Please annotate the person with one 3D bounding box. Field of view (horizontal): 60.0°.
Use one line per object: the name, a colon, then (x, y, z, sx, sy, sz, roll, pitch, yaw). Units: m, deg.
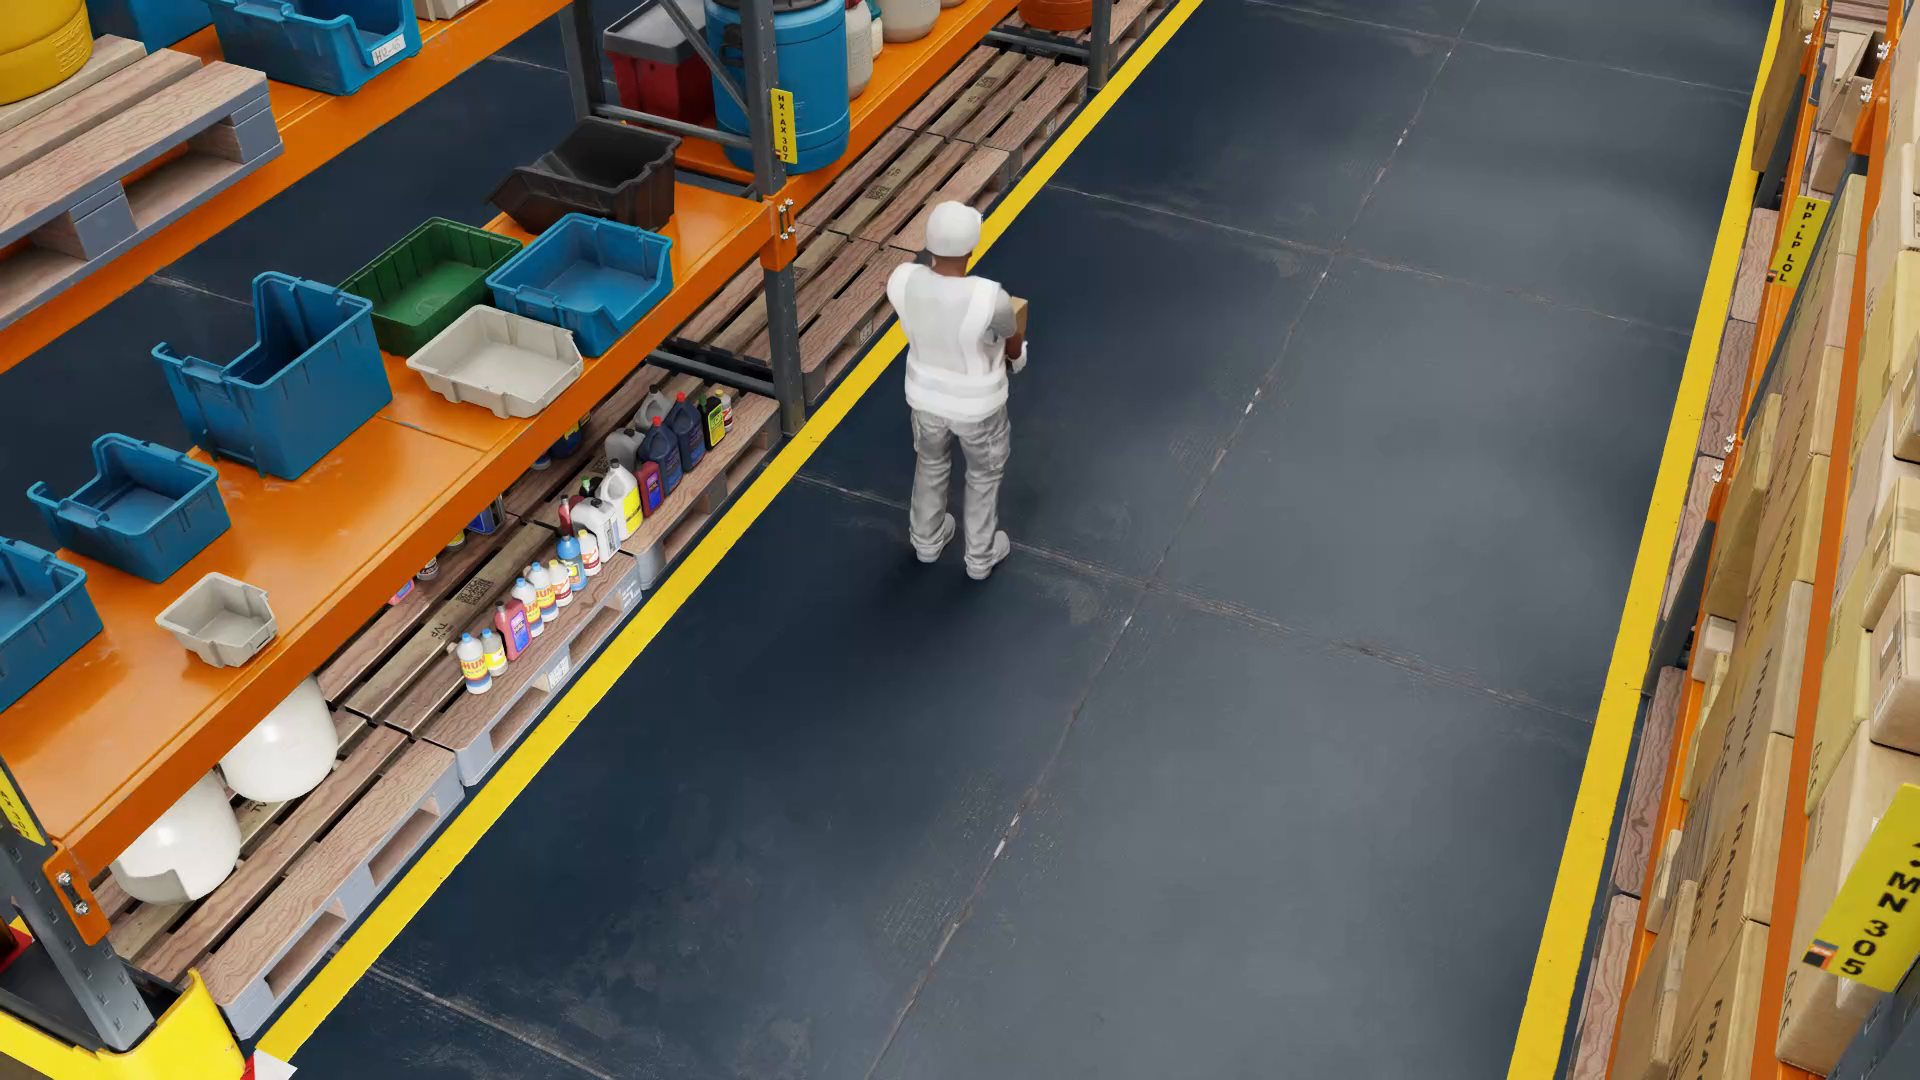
person: (0.024, -0.659, 6.886, 0.489, 1.782, 0.576, 17, 44, 18)
